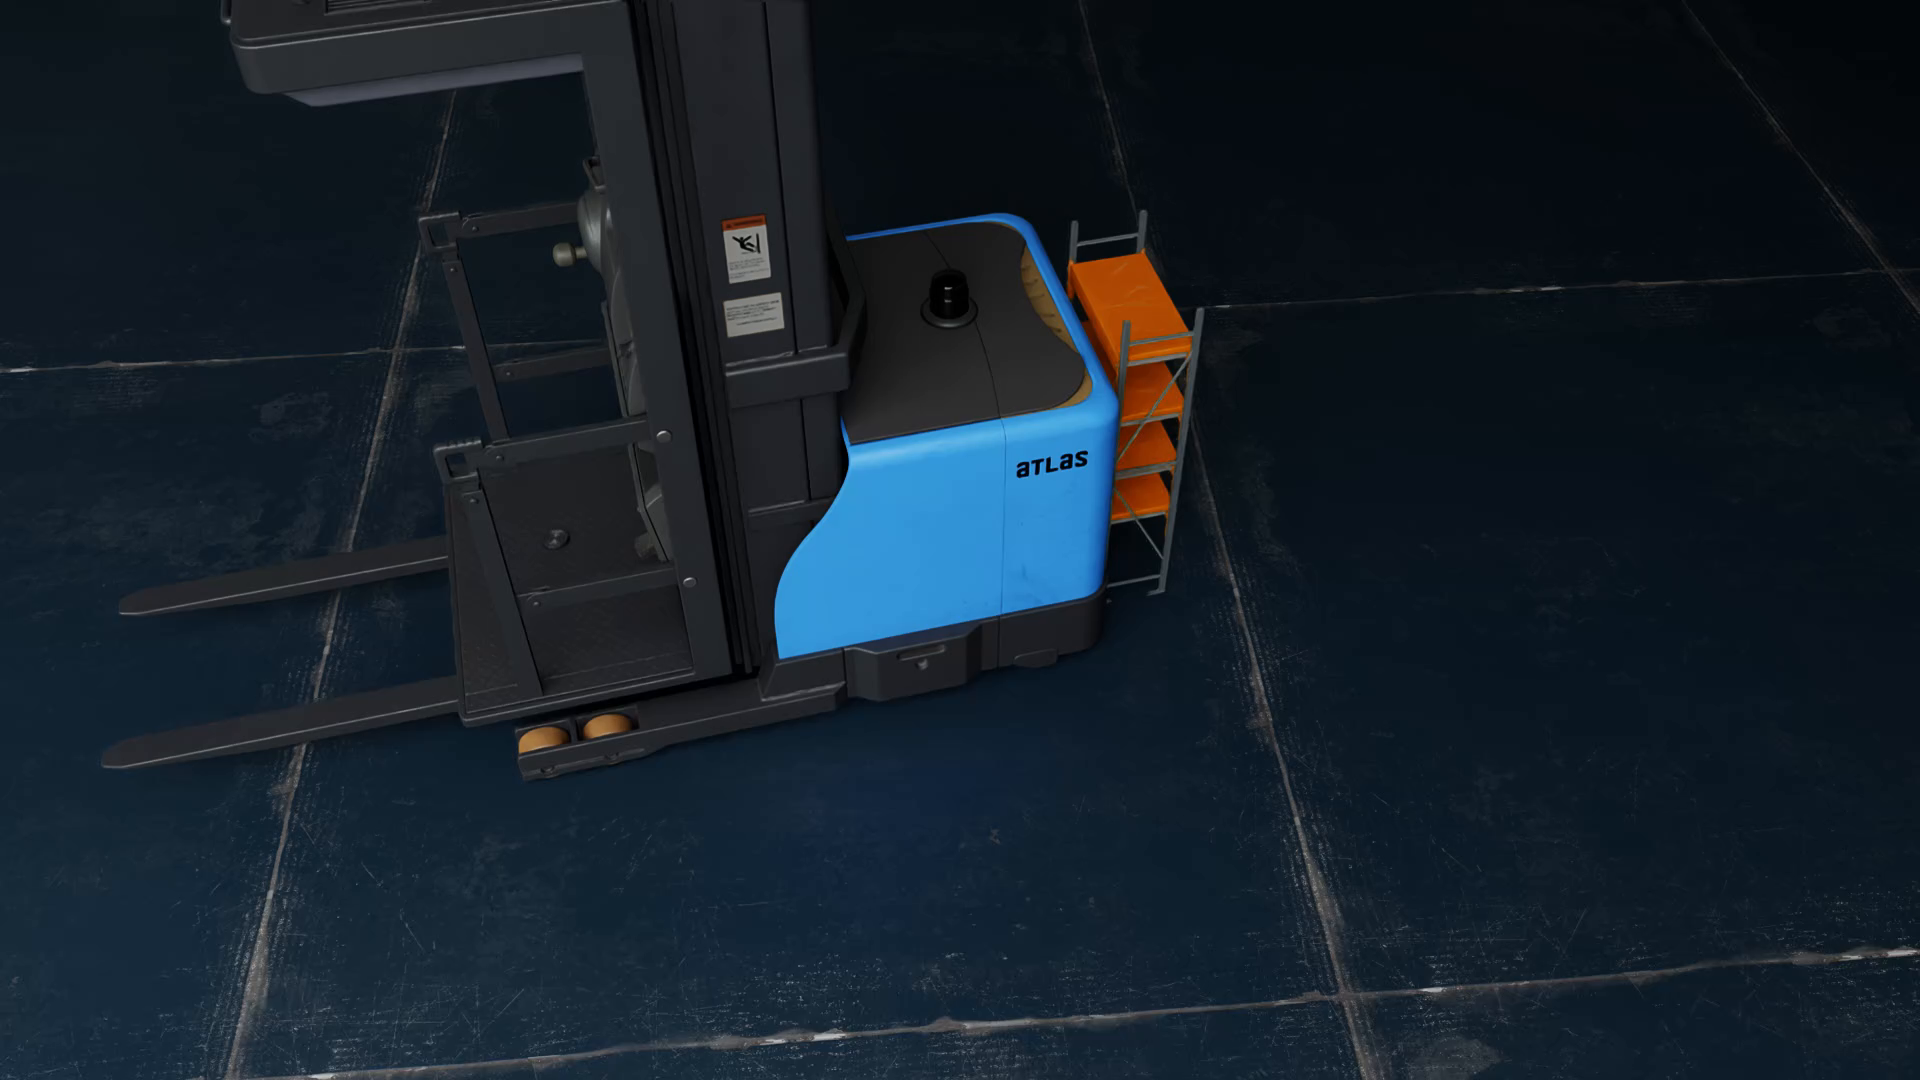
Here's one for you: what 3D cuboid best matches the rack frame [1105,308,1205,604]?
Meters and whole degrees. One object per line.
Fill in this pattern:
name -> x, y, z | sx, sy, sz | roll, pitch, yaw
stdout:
rack frame -> 0.573, -0.220, 5.131 | 0.240, 1.200, 0.015 | -11, 47, -10

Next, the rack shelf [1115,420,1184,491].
rack shelf -> 0.510, -0.345, 5.342 | 0.258, 0.148, 0.480 | -11, 47, -10

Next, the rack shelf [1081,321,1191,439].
rack shelf -> 0.511, -0.499, 5.180 | 0.258, 0.148, 0.480 | -11, 47, -10

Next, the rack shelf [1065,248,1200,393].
rack shelf -> 0.513, -0.662, 5.009 | 0.258, 0.148, 0.480 | -11, 47, -10

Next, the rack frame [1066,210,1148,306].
rack frame -> 0.448, -0.563, 5.456 | 0.240, 1.200, 0.015 | -11, 47, -10

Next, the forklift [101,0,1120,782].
forklift -> -1.111, -0.711, 4.404 | 3.031, 2.935, 1.130 | -11, 48, -10

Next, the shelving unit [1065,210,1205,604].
shelving unit -> 0.510, -0.392, 5.294 | 0.258, 1.200, 0.503 | -11, 47, -10

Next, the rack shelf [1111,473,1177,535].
rack shelf -> 0.509, -0.209, 5.486 | 0.258, 0.148, 0.480 | -11, 47, -10
